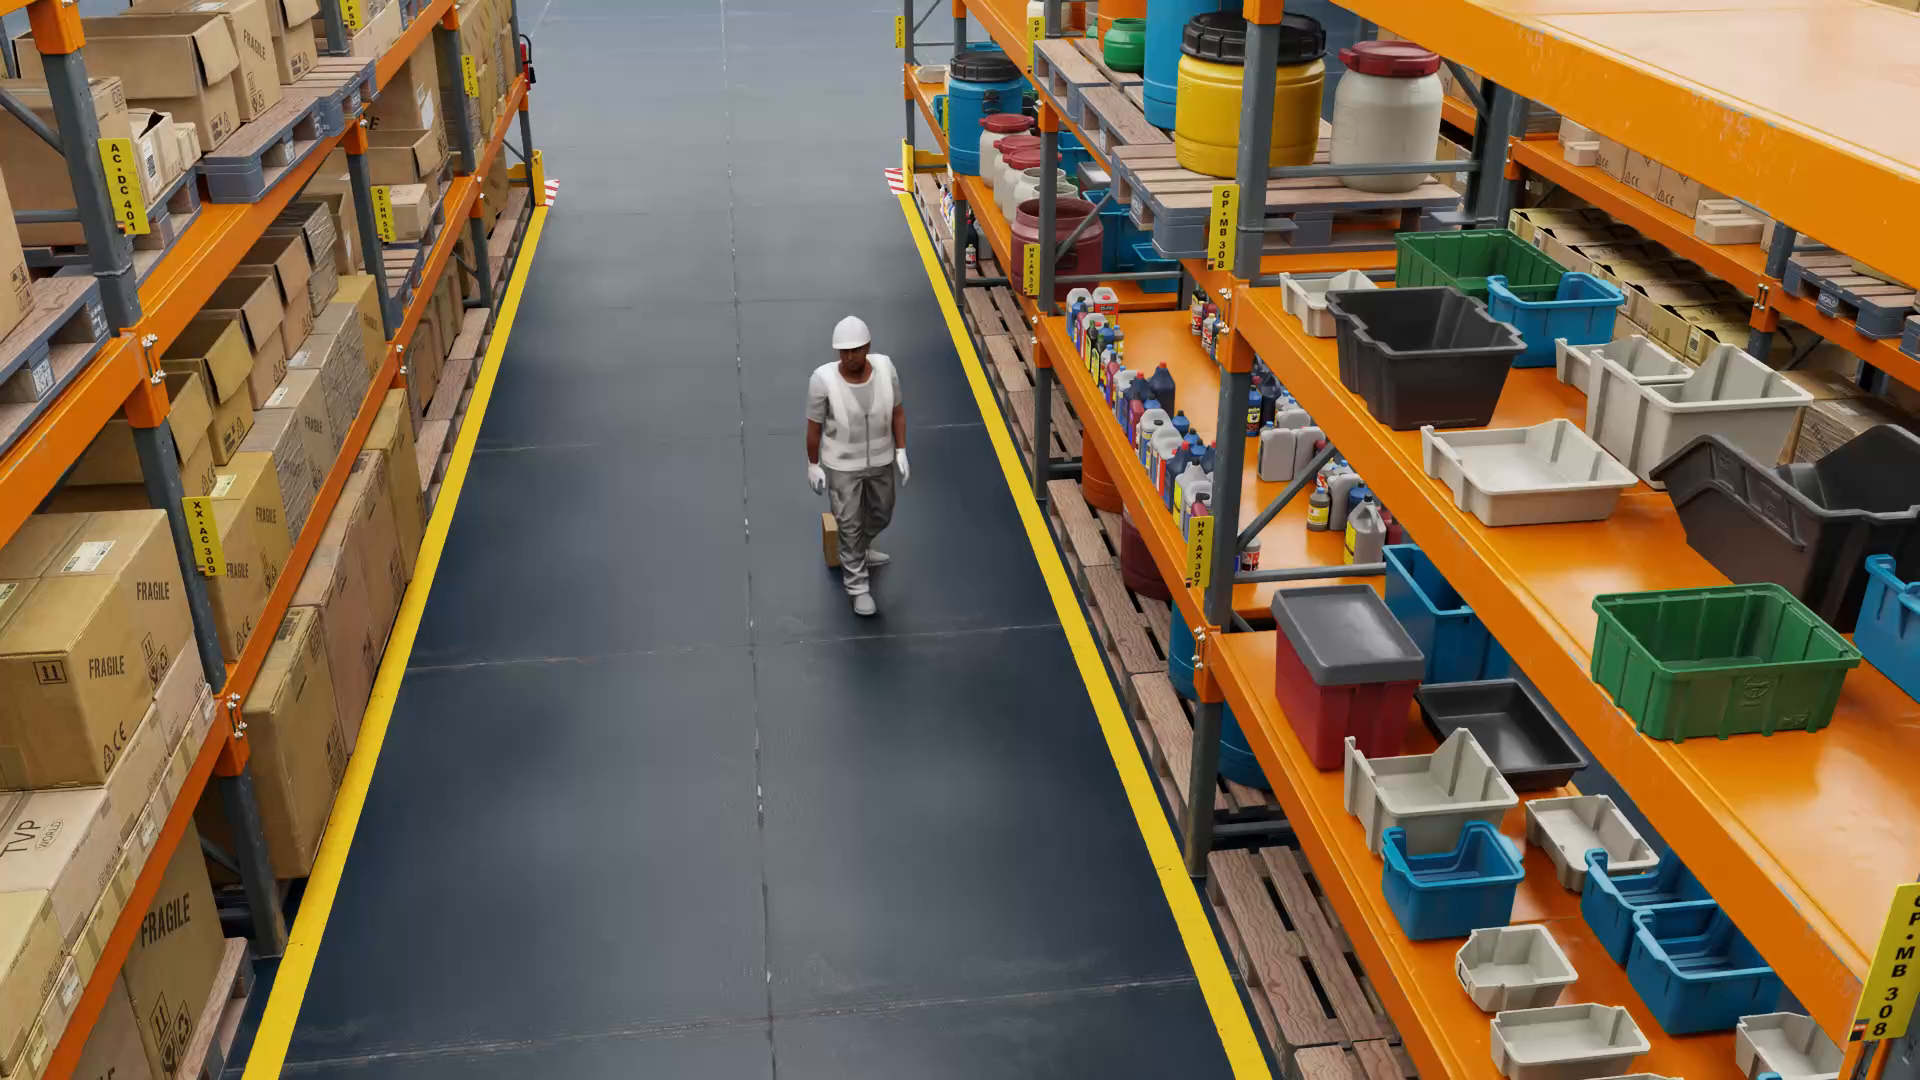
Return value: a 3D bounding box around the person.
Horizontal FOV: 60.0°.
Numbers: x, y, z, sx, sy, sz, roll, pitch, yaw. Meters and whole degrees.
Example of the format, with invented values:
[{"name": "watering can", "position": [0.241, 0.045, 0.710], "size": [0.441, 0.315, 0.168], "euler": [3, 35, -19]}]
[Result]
[{"name": "person", "position": [-0.621, -0.502, 9.516], "size": [0.558, 1.724, 0.599], "euler": [-13, 30, -23]}]
